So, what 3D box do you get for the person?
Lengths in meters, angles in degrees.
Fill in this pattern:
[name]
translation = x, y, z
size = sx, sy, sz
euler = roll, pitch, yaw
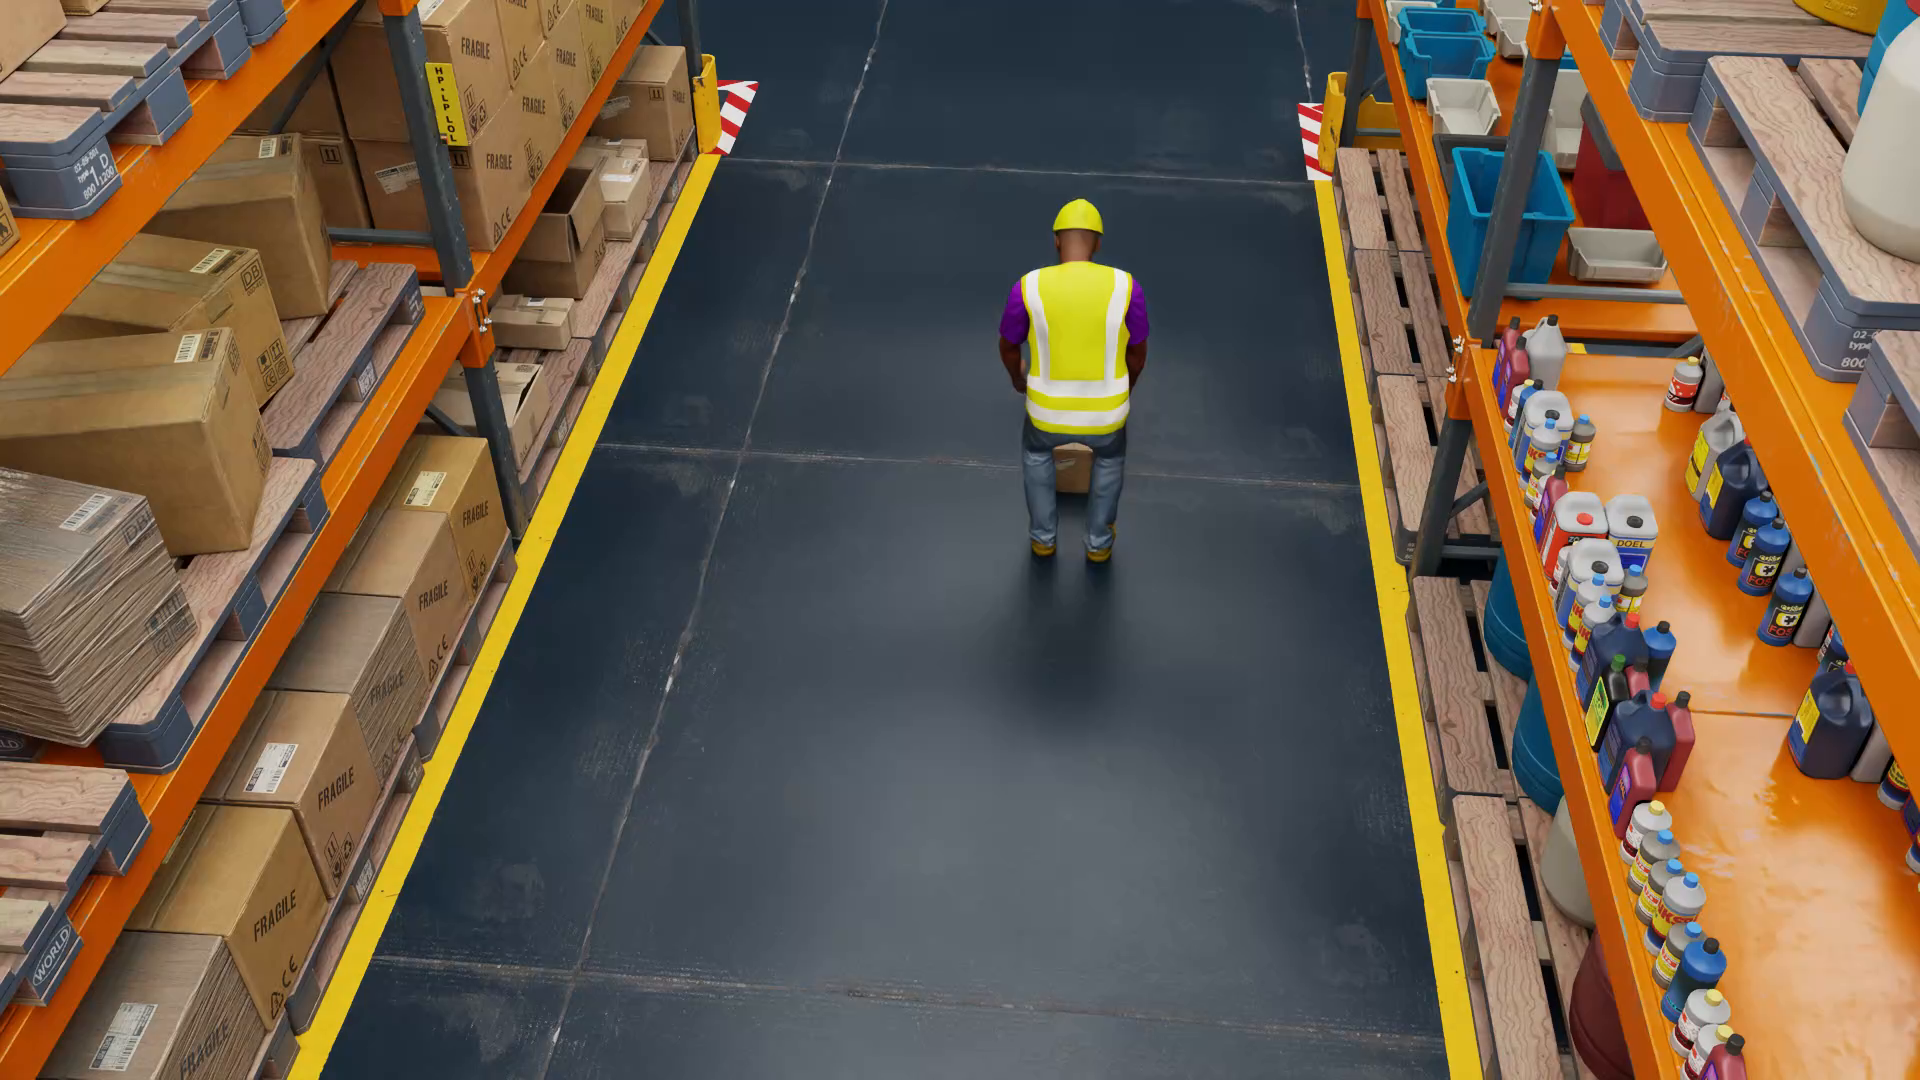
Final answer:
[person]
translation = 12.053, -4.848, 6.302
size = 23.245, 9.003, 7.215
euler = 4, 40, 4
